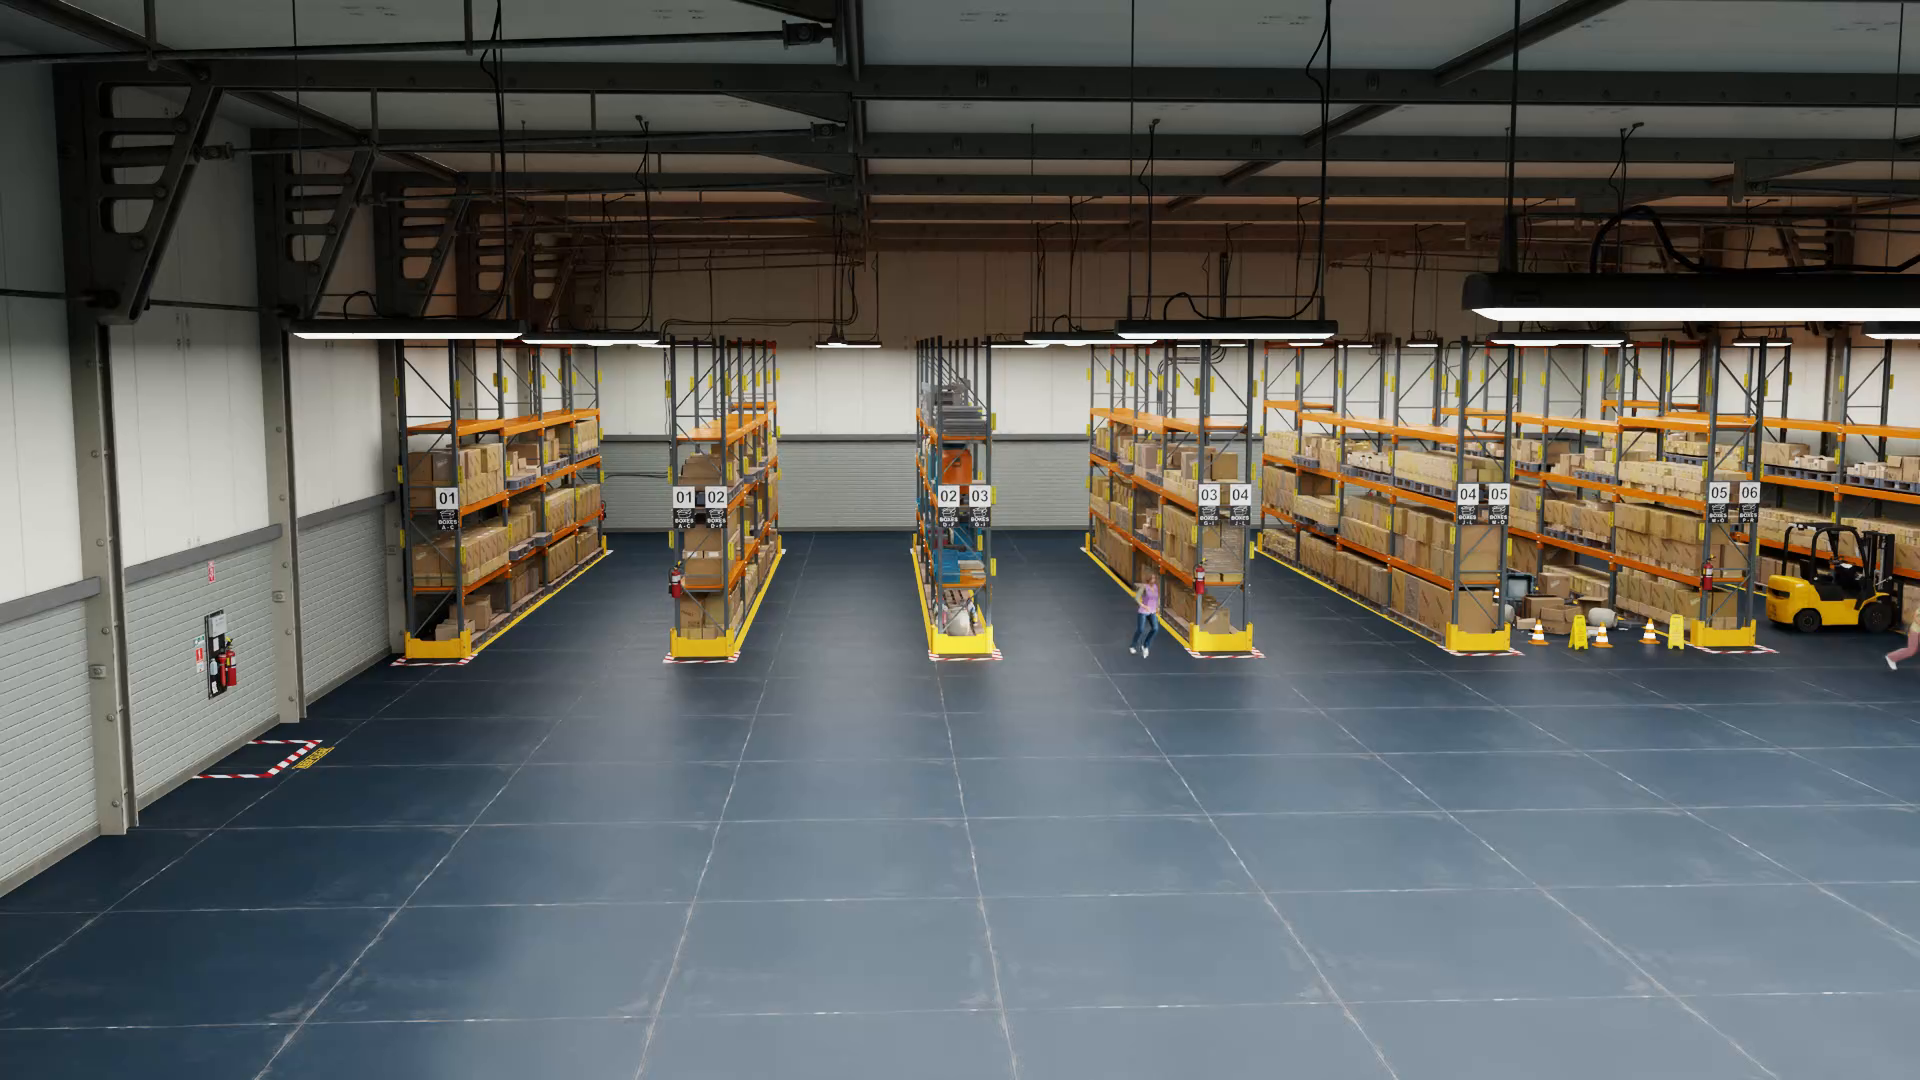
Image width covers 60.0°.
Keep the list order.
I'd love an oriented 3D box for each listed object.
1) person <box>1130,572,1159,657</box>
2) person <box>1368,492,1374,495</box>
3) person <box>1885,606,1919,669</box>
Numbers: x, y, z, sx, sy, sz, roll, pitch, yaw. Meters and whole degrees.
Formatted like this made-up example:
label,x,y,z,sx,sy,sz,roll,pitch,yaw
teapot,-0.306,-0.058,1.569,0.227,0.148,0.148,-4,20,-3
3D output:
label,x,y,z,sx,sy,sz,roll,pitch,yaw
person,3.545,1.398,31.346,0.604,1.588,0.602,-3,7,-23
person,11.417,-0.404,46.177,0.588,1.831,0.835,-2,7,-18
person,16.753,1.643,29.144,0.604,1.623,0.990,-4,8,-33
